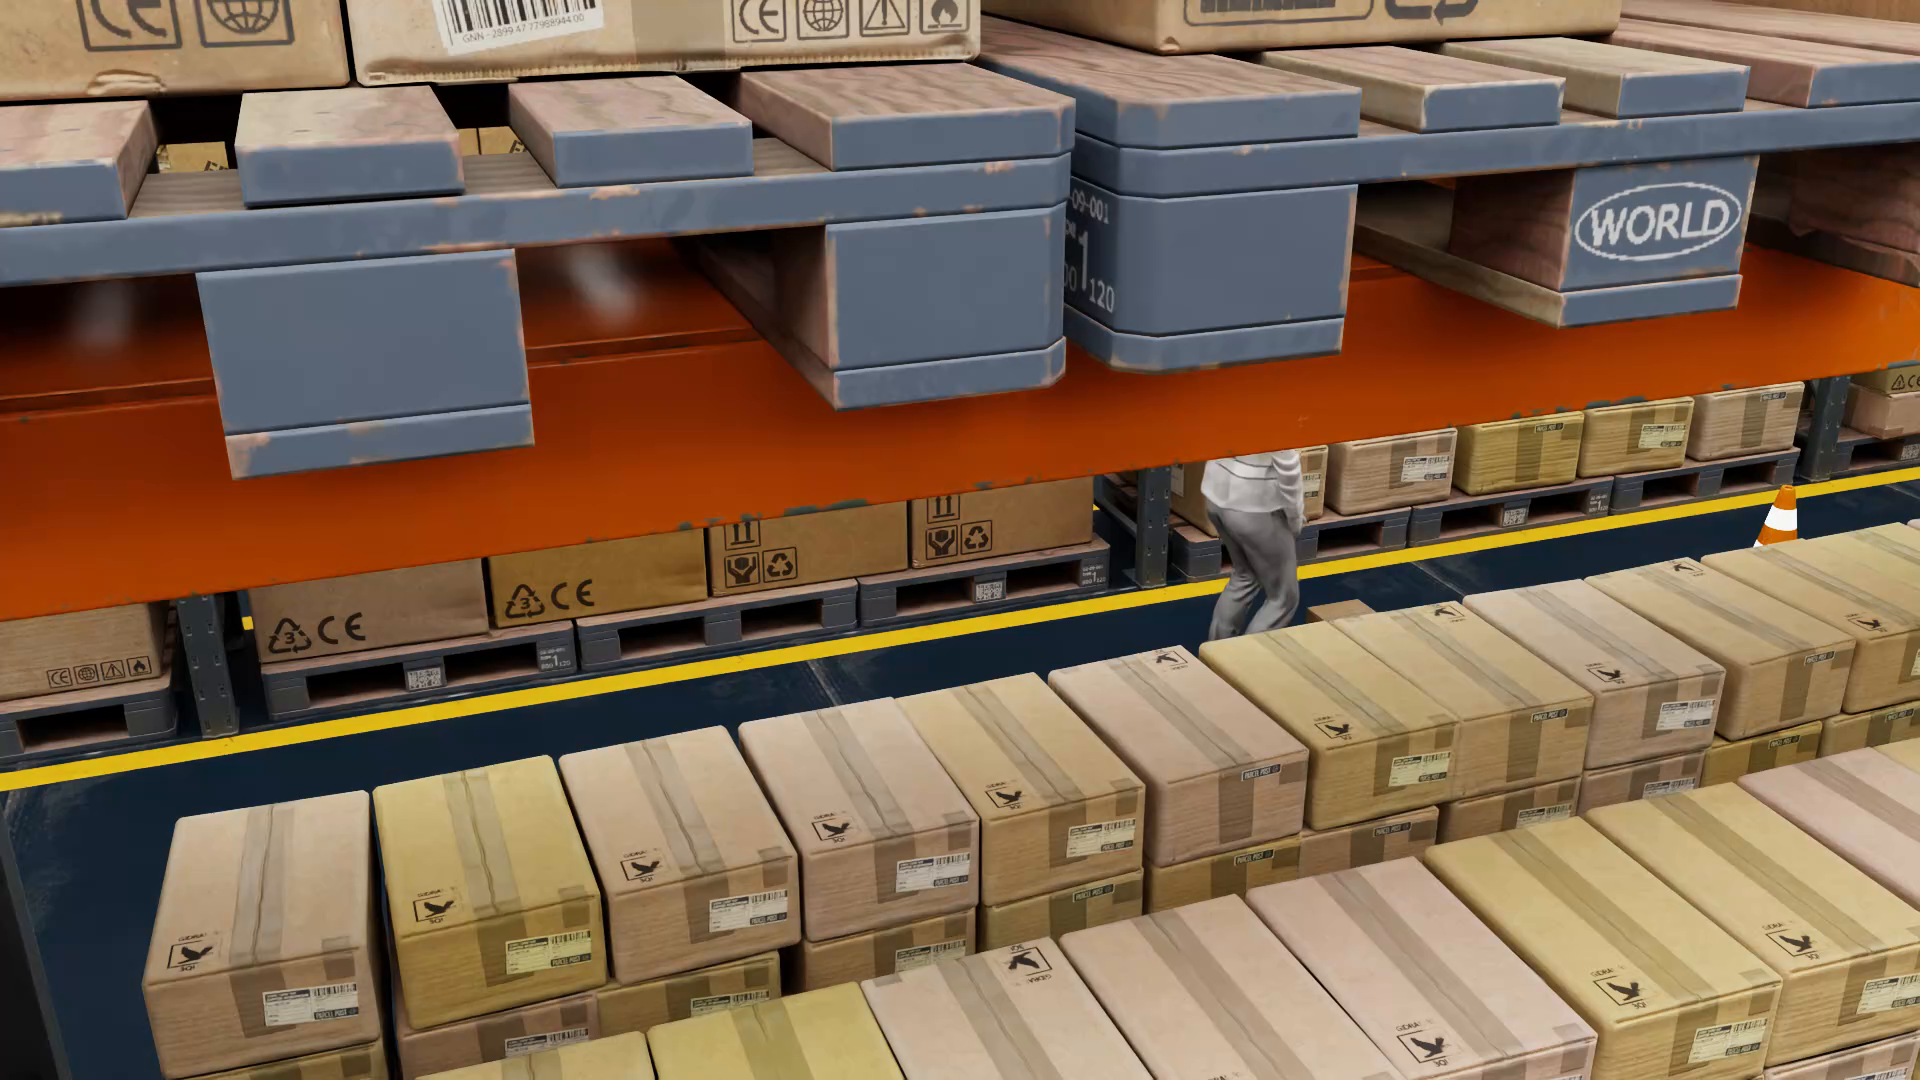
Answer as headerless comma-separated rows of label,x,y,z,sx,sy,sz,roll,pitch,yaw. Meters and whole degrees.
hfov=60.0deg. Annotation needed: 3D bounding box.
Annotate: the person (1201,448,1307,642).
person,1.165,-0.146,6.508,0.446,1.626,0.500,-8,24,-18
